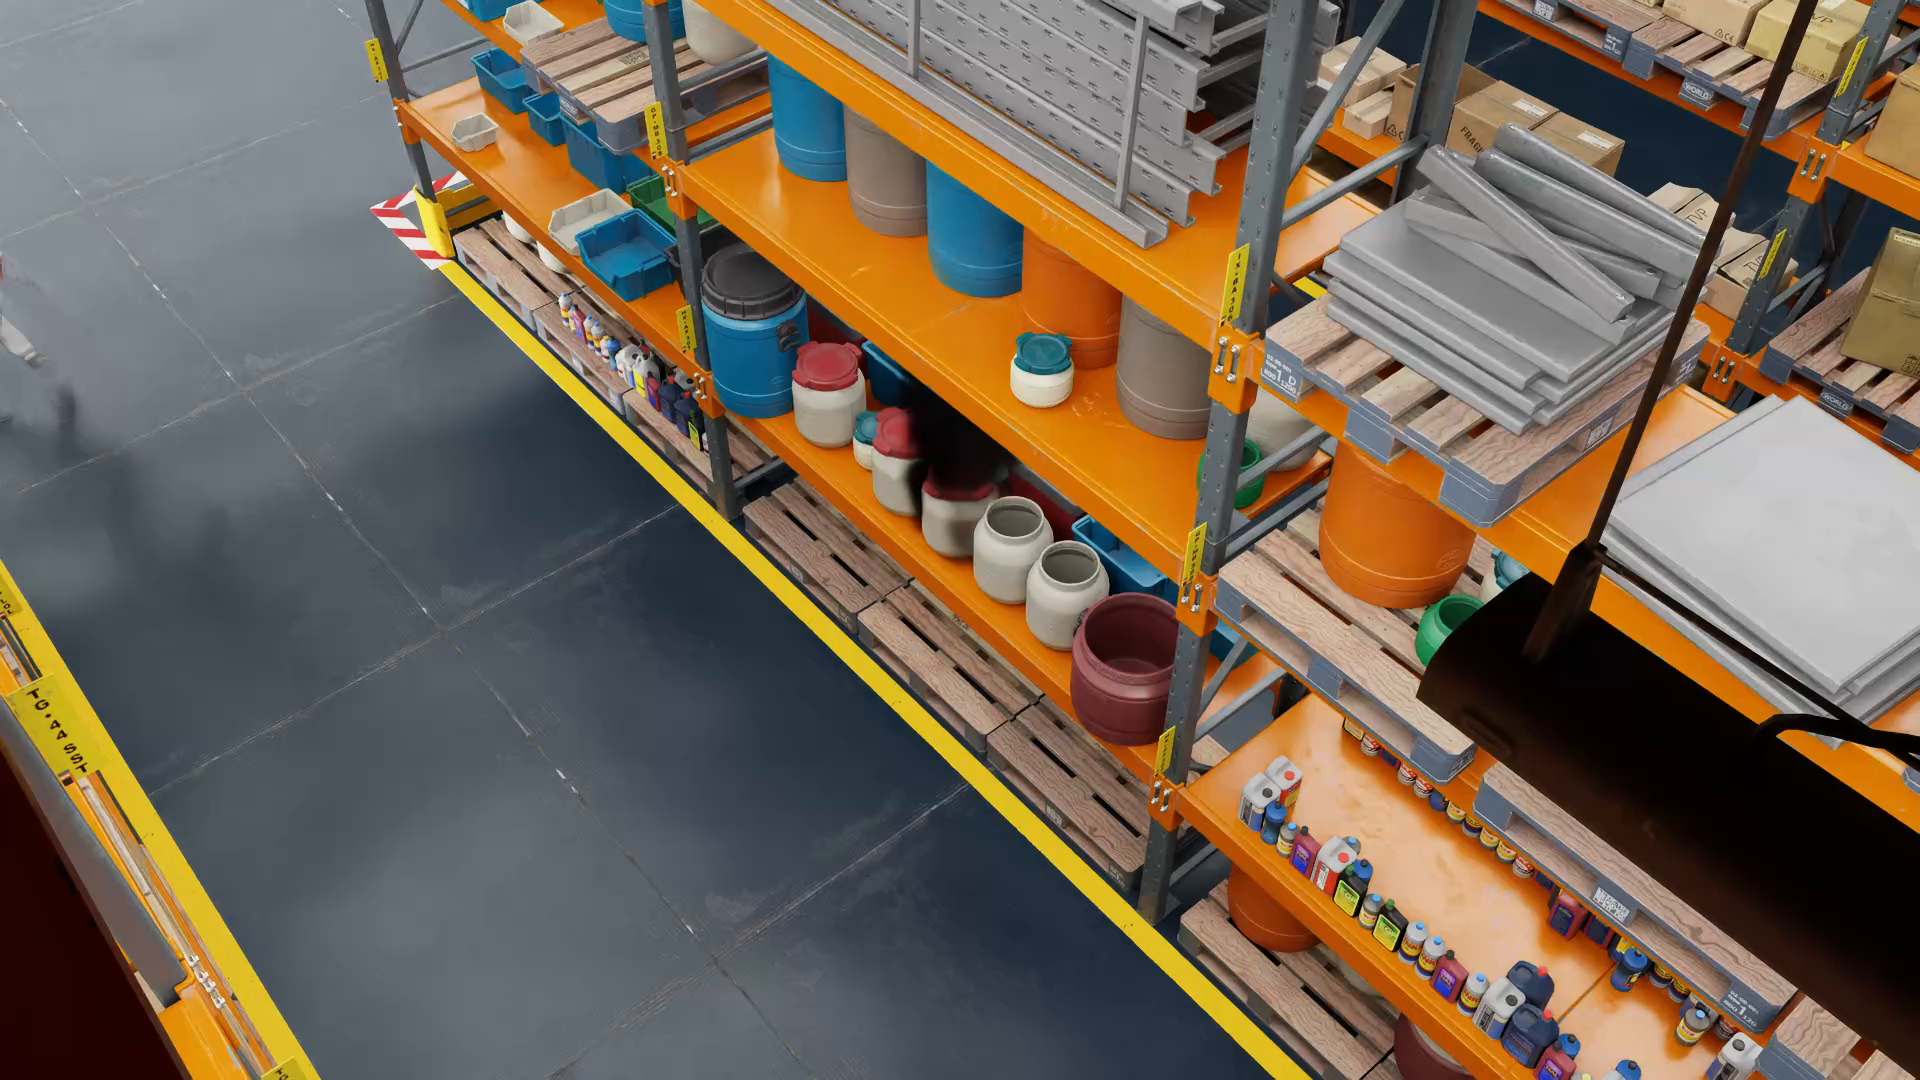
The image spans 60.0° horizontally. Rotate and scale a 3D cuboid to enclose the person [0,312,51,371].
[{"bbox_3d":[-6.961,-1.680,11.402,0.637,1.739,0.739,34,55,28],"label":"person"}]
